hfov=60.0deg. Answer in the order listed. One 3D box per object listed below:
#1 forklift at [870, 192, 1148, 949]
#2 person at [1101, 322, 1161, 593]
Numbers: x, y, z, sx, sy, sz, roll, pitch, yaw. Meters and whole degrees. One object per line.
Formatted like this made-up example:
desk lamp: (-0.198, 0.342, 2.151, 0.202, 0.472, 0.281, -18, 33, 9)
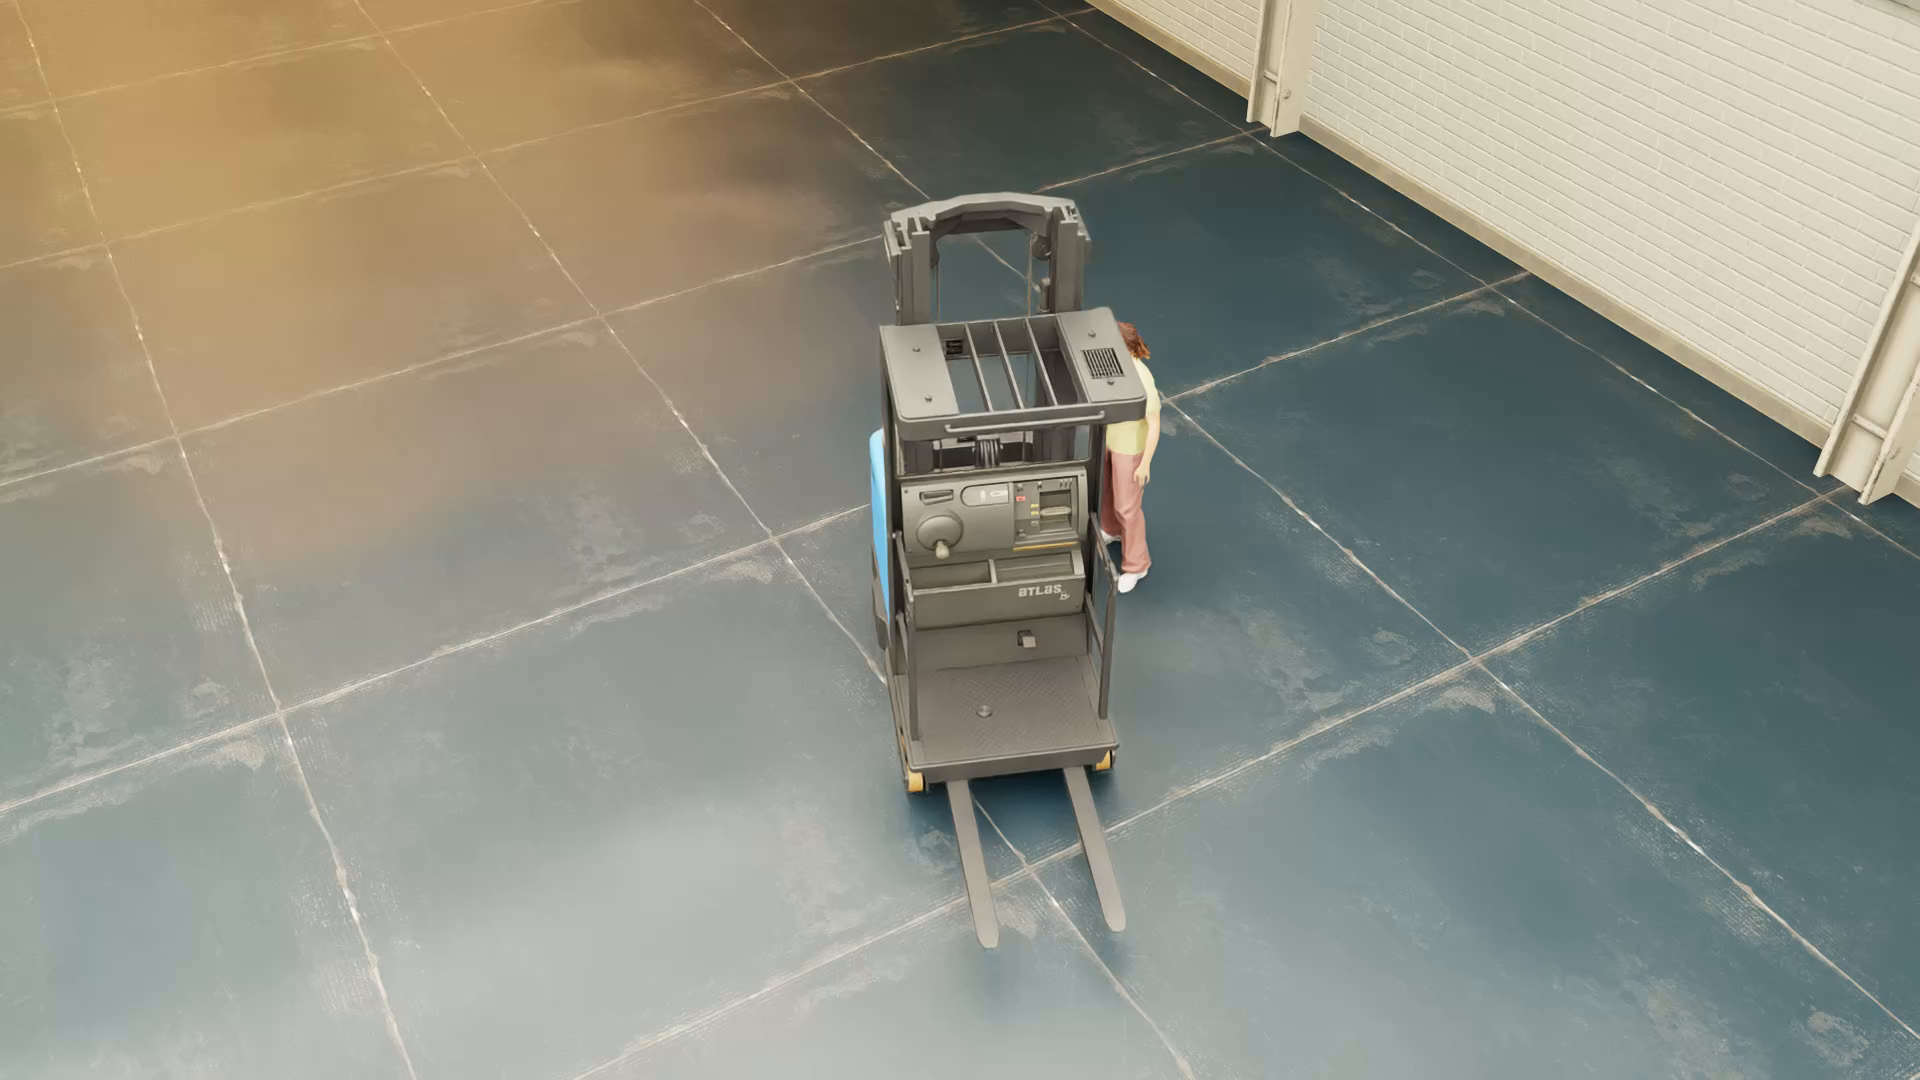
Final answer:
forklift: (0.211, -0.053, 8.100, 1.130, 2.935, 3.031, -6, 40, -7)
person: (0.947, -0.556, 9.714, 0.369, 1.650, 0.737, -16, 42, -19)
